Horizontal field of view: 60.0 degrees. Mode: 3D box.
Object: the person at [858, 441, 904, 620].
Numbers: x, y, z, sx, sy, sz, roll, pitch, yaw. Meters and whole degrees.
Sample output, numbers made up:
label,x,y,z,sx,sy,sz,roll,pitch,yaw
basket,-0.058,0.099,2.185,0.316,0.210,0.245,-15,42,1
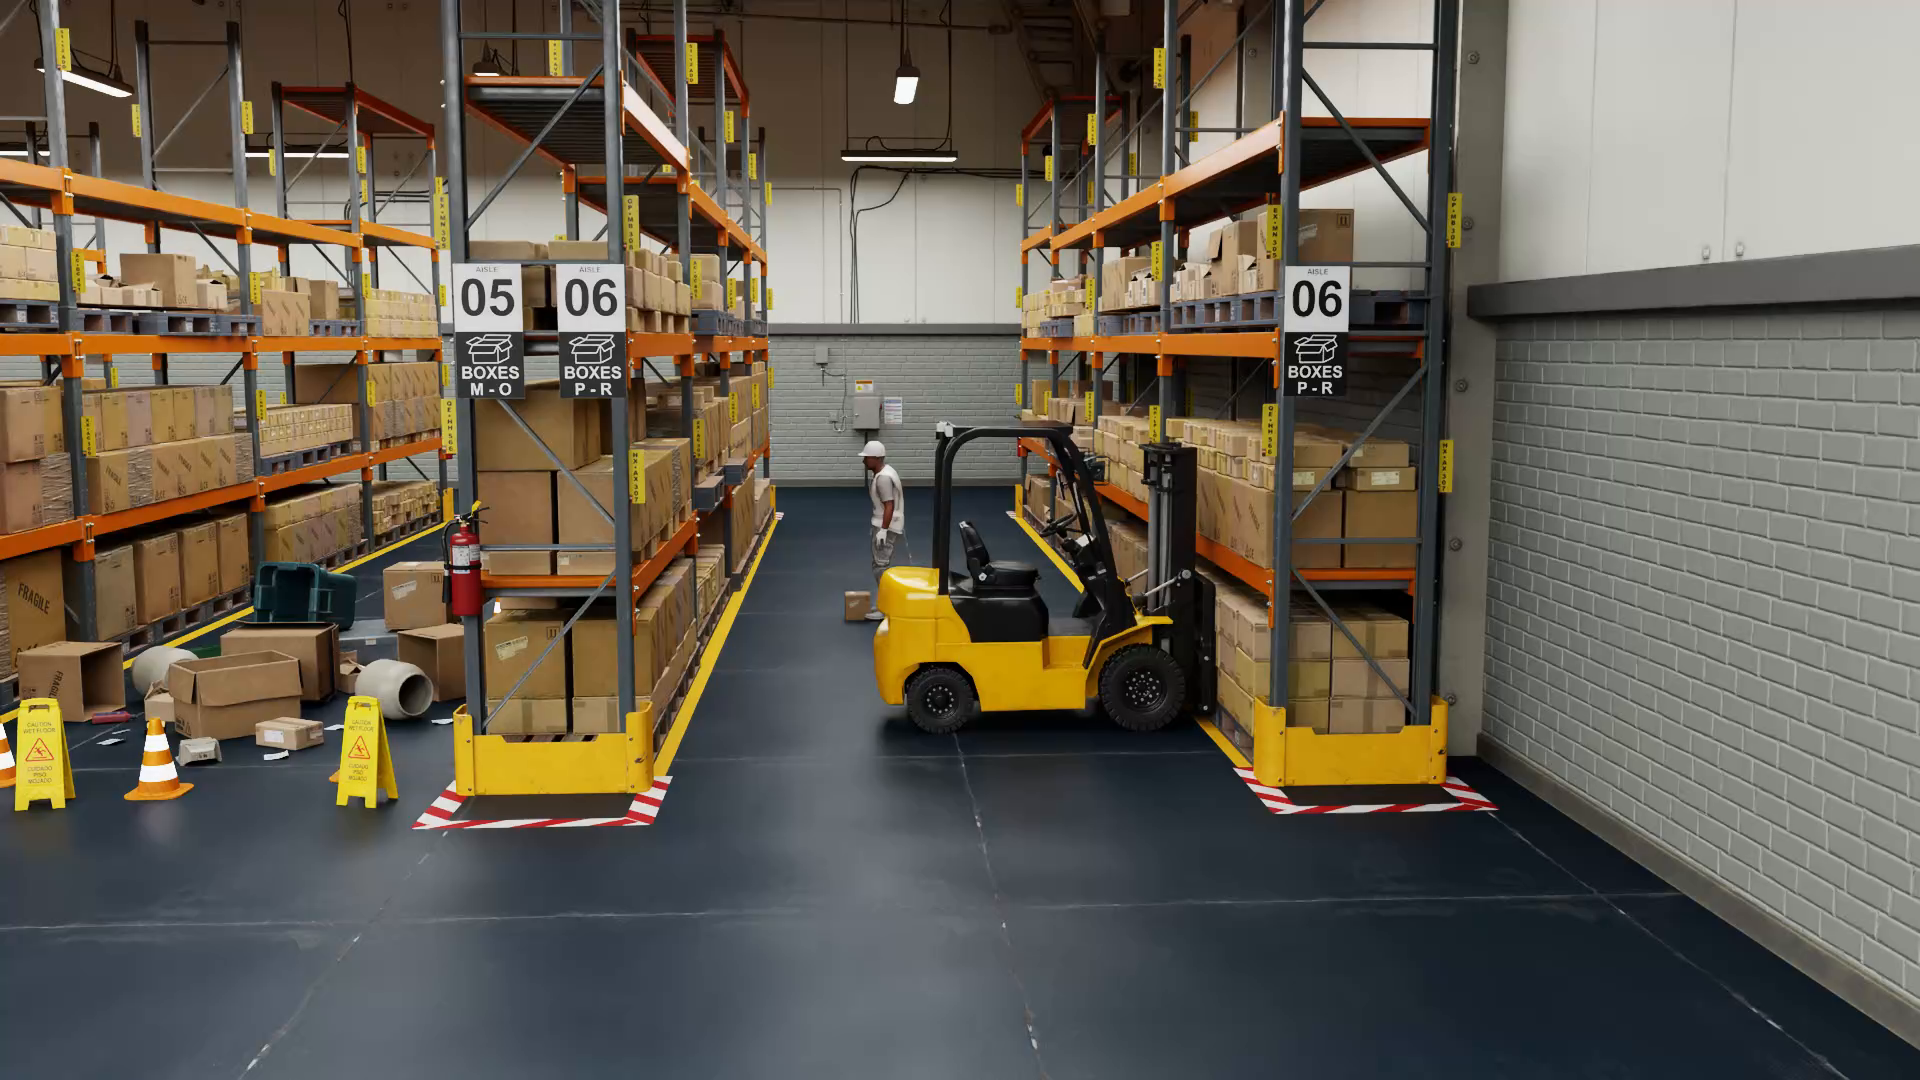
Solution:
label,x,y,z,sx,sy,sz,roll,pitch,yaw
person,-0.785,-0.100,16.542,0.450,1.773,0.622,-1,7,-7
